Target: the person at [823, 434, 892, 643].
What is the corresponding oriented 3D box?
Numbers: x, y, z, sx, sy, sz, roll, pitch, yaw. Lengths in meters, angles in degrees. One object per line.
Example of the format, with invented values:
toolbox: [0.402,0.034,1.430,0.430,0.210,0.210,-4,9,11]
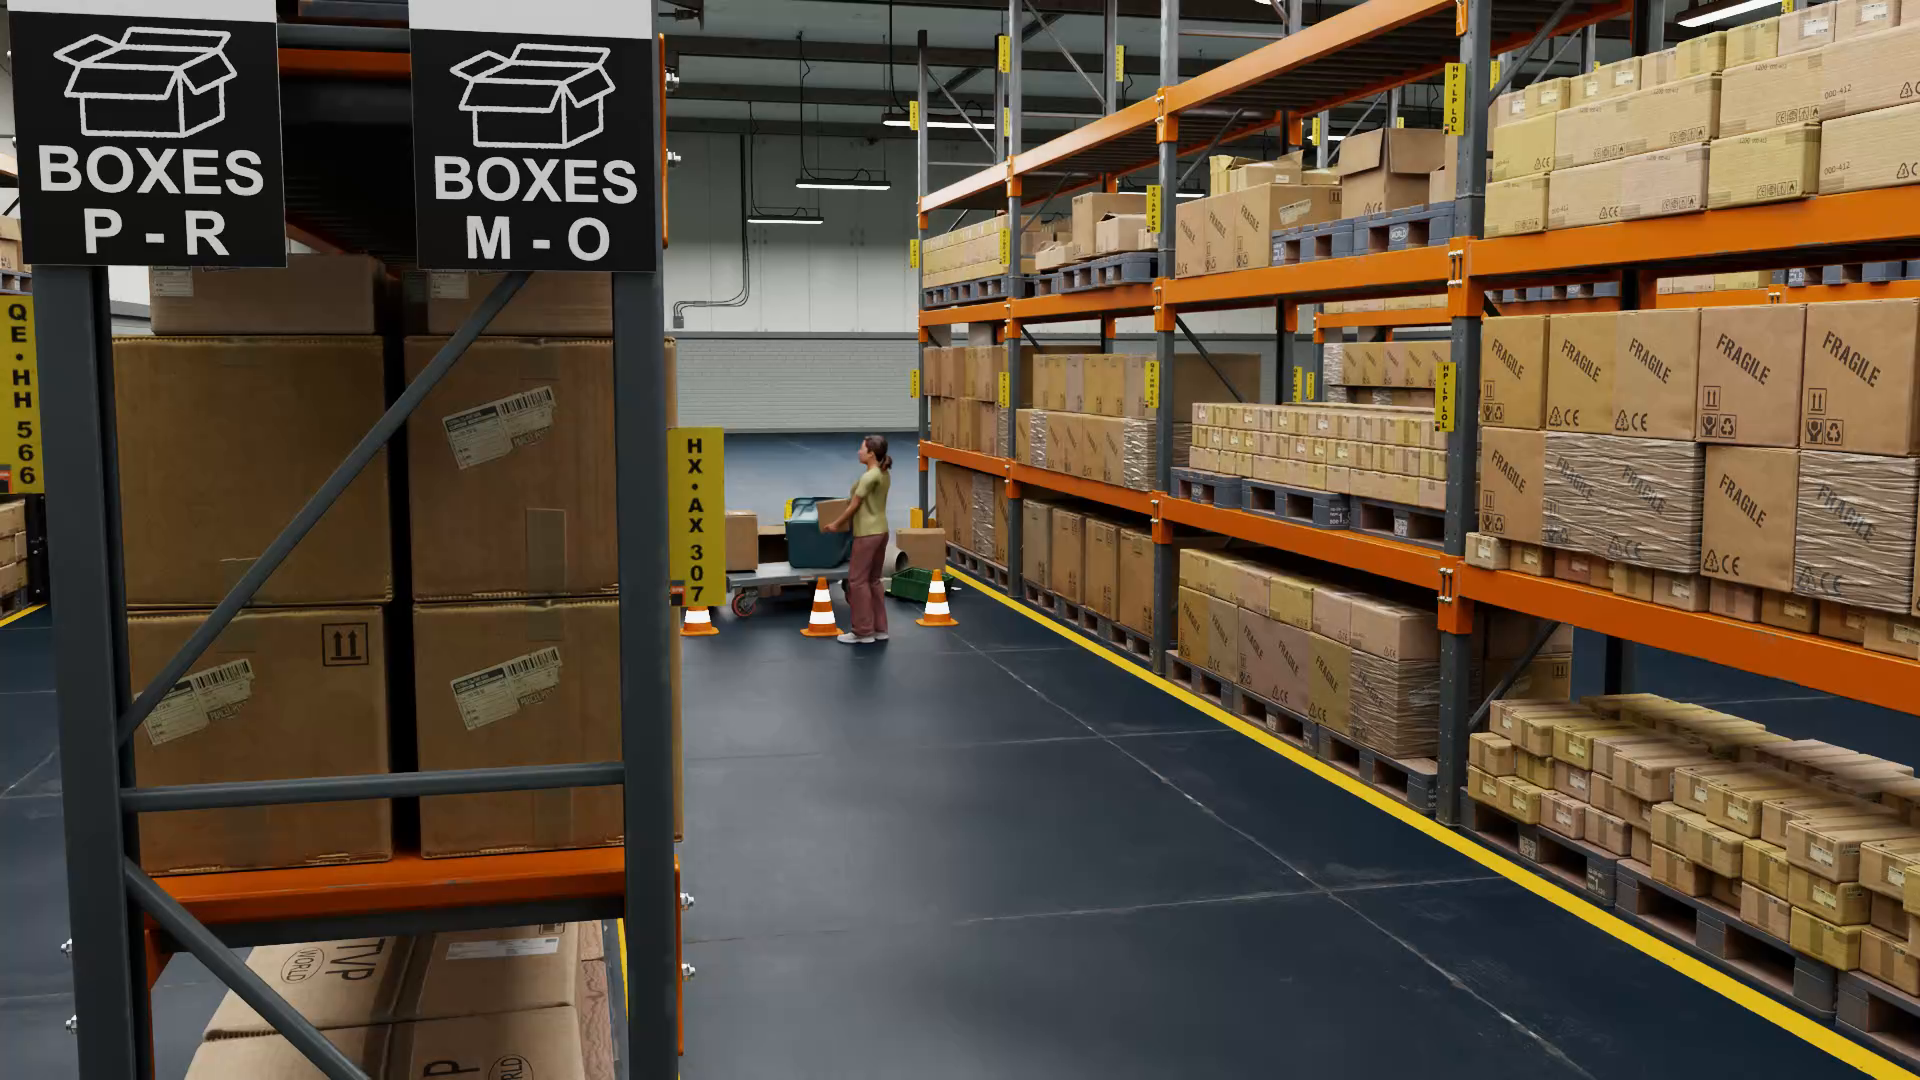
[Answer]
person: [-0.792,-0.012,13.314,0.551,1.667,0.424,2,6,16]
